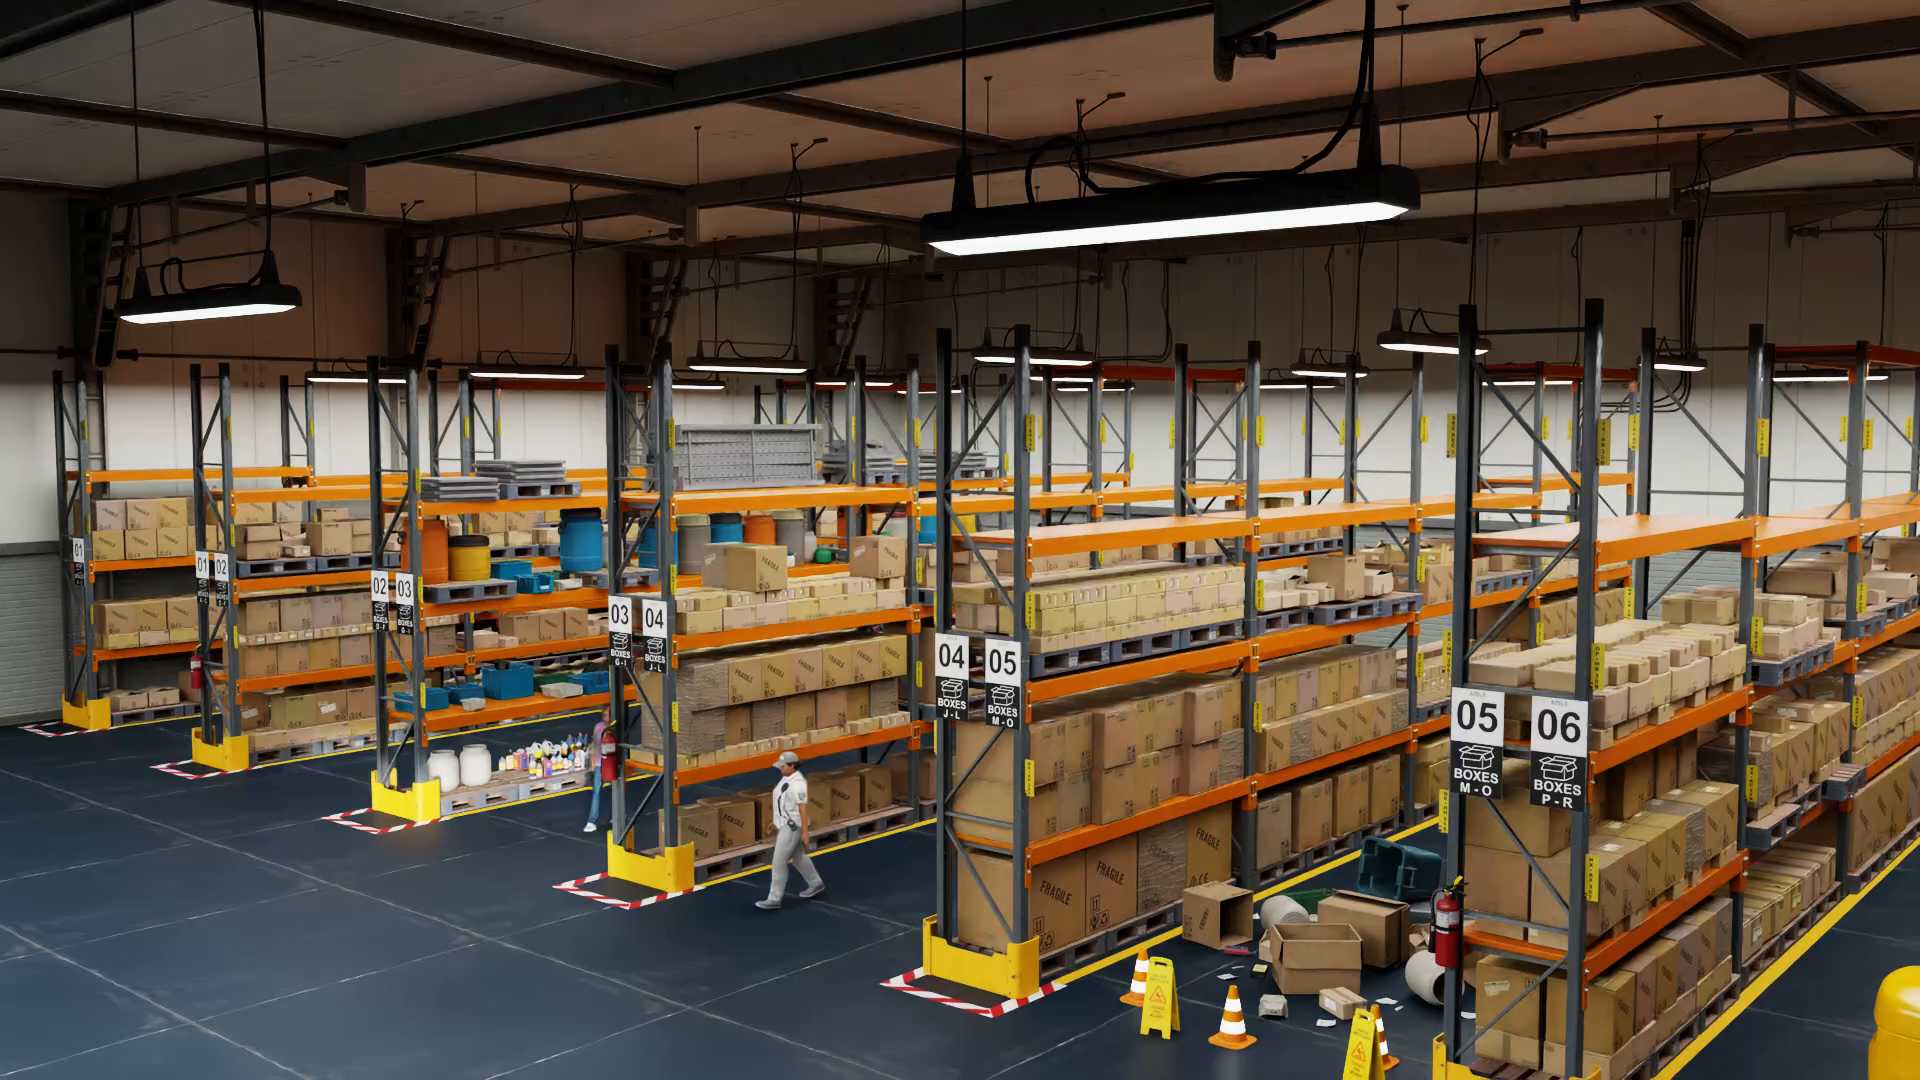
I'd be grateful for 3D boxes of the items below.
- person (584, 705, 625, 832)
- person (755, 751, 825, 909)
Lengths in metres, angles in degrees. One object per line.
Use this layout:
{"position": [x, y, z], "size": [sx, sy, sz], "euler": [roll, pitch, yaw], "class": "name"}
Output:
{"position": [-4.458, 2.860, 20.977], "size": [0.462, 1.560, 0.844], "euler": [0, 4, -2], "class": "person"}
{"position": [-1.819, 3.072, 17.752], "size": [0.825, 1.642, 0.532], "euler": [-1, 4, -17], "class": "person"}
